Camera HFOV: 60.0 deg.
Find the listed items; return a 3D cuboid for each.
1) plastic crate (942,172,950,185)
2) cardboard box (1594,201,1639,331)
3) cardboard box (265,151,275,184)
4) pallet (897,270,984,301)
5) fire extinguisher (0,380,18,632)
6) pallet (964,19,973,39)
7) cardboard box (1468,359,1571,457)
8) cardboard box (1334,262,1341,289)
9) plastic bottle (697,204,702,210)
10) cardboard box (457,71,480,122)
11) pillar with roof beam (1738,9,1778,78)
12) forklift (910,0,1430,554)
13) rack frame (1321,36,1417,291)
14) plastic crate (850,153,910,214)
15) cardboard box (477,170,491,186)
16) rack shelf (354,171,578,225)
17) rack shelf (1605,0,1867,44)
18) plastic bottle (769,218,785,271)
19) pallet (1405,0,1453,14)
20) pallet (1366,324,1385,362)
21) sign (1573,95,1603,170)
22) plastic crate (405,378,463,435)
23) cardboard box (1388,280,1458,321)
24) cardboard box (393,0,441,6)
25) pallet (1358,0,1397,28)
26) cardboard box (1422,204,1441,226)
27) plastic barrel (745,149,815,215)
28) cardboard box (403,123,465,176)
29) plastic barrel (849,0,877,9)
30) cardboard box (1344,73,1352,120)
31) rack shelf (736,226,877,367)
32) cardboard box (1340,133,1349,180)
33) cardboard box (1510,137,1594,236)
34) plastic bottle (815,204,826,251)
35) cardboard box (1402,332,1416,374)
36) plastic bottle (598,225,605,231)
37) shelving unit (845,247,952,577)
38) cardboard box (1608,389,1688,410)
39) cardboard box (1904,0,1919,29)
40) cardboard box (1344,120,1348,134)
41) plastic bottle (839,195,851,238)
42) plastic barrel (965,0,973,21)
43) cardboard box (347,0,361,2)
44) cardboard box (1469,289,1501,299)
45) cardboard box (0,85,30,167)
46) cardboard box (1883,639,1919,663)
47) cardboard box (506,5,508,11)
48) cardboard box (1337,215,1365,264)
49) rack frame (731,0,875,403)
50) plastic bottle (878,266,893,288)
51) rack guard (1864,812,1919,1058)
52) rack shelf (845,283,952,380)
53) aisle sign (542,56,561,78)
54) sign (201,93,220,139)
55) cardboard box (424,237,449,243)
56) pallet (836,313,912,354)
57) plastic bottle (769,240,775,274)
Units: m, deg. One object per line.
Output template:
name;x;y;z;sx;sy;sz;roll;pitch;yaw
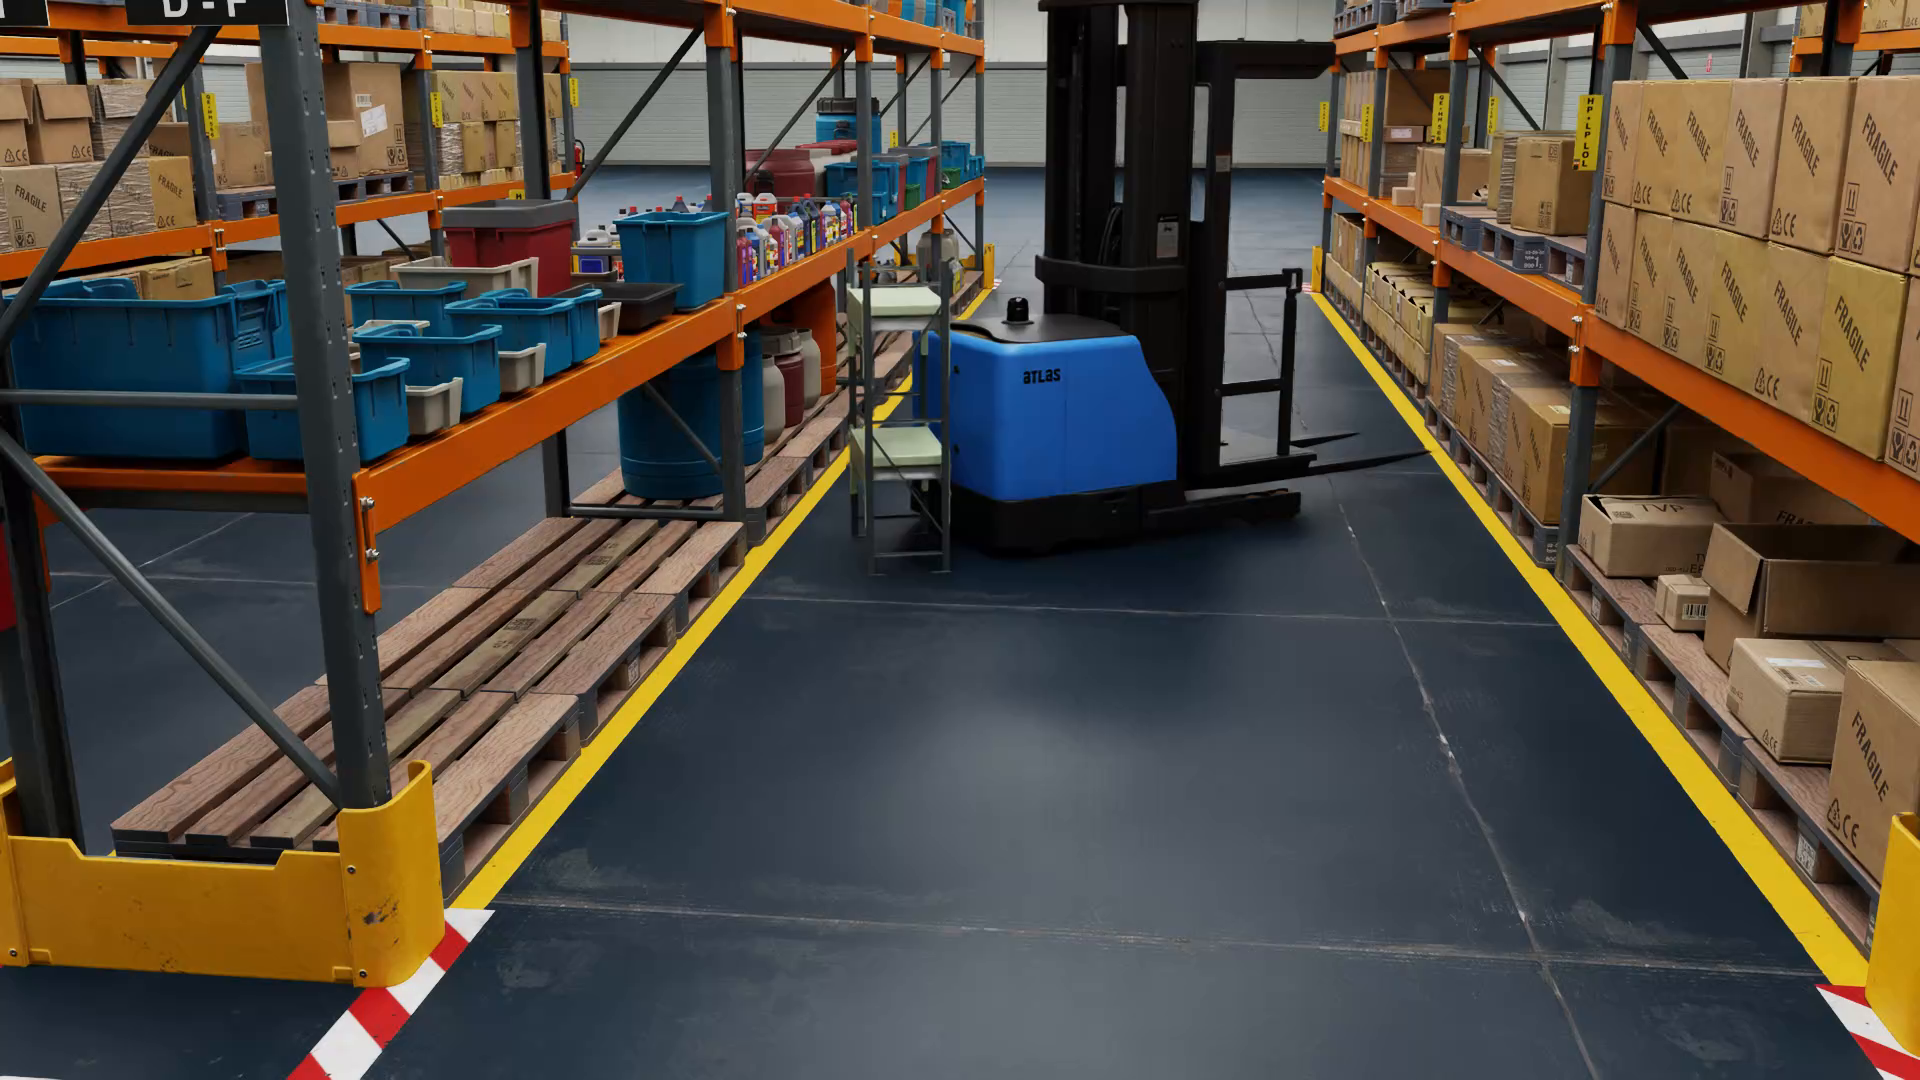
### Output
plastic crate;-0.491;-3.559;16.197;0.767;0.338;0.504;2;15;6
cardboard box;3.014;-1.160;7.012;0.500;0.500;0.500;2;15;8
cardboard box;-5.631;-3.124;13.951;0.500;0.250;0.500;1;15;5
pallet;-0.283;-2.917;19.045;1.003;0.211;1.213;2;15;6
fire extinguisher;-2.499;-0.102;4.155;0.296;0.674;0.183;2;15;6
pallet;-0.415;-5.640;18.388;1.003;0.211;1.213;2;15;6
cardboard box;3.290;-0.768;9.700;0.500;0.500;0.500;1;15;4
cardboard box;4.305;-2.831;17.849;0.500;0.250;0.500;2;15;6
plastic bottle;-1.642;-1.986;10.507;0.097;0.271;0.097;0;15;0
cardboard box;-5.239;-4.517;16.942;0.500;0.500;0.500;2;15;6
pillar with roof beam;6.799;-8.575;23.134;9.100;9.000;0.400;2;15;6
forklift;1.271;-1.604;8.978;3.031;2.935;1.130;-8;17;-28
rack frame;4.697;-4.348;18.995;1.000;3.000;0.127;2;15;6
plastic crate;-0.641;-2.861;13.373;0.402;0.464;0.583;2;15;6
cardboard box;-5.144;-3.788;17.404;0.380;0.149;0.250;2;15;6
rack shelf;-5.372;-3.775;18.253;1.077;0.370;4.000;2;15;6
rack shelf;3.117;-1.817;5.269;1.077;0.370;4.000;2;15;6
plastic bottle;-1.013;-1.639;9.200;0.061;0.283;0.133;2;15;6
pallet;3.782;-3.808;11.615;1.213;0.211;1.003;2;15;9
pallet;4.201;-1.772;14.811;1.003;0.211;1.213;2;15;6
sign;2.791;-1.810;7.391;0.100;0.325;0.005;2;15;6
plastic crate;-1.557;-0.382;4.717;0.250;0.136;0.298;2;15;6
cardboard box;3.779;-1.958;13.545;0.500;0.311;0.500;2;15;8
cardboard box;-5.254;-5.246;16.095;0.380;0.149;0.250;1;15;5
pallet;4.316;-4.938;15.599;1.003;0.211;1.213;2;15;6
cardboard box;3.621;-2.393;12.247;0.380;0.149;0.250;2;15;6
plastic barrel;-1.376;-2.615;12.325;0.600;0.536;0.708;2;15;6
cardboard box;-5.485;-3.910;16.614;0.875;0.500;0.500;2;15;6
plastic barrel;-0.788;-3.993;11.723;0.421;0.512;0.421;0;15;0
cardboard box;4.625;-4.888;18.315;0.700;0.500;0.500;2;15;6
rack shelf;-1.353;-1.554;10.040;1.077;0.370;4.000;2;15;6
cardboard box;4.631;-4.275;18.535;0.700;0.500;0.500;2;15;6
cardboard box;3.481;-1.947;9.118;0.700;0.500;0.500;-2;15;-8
plastic bottle;-0.878;-1.950;10.349;0.061;0.283;0.133;2;15;6
cardboard box;3.666;-1.426;12.651;0.500;0.250;0.500;2;15;6
plastic bottle;-1.875;-1.499;8.683;0.061;0.283;0.133;2;15;6
shelving unit;-0.309;-0.650;8.193;0.431;1.500;0.755;-2;15;-9
cardboard box;3.688;-0.498;8.704;0.500;0.500;0.500;2;15;7
cardboard box;9.049;-4.940;15.210;0.500;0.500;0.500;0;15;2
cardboard box;4.382;-4.481;18.051;0.380;0.149;0.250;2;15;6
plastic bottle;-0.775;-2.186;11.224;0.061;0.283;0.133;2;15;6
plastic barrel;-0.153;-6.223;18.555;0.600;0.830;0.708;2;15;6
cardboard box;-5.604;-4.942;14.899;0.396;0.266;0.258;2;15;8
cardboard box;4.256;-1.815;13.016;0.500;0.311;0.500;1;15;5
cardboard box;-6.293;-2.566;10.292;0.797;0.503;0.637;2;15;8
cardboard box;3.347;0.525;5.399;0.500;0.250;0.500;2;15;6
cardboard box;-5.021;-5.790;18.106;0.380;0.149;0.250;1;15;3
cardboard box;4.317;-3.193;17.750;0.500;0.500;0.500;2;15;6
rack frame;-1.127;-2.420;11.864;1.000;3.000;0.127;2;15;6
plastic bottle;-0.746;-2.562;16.623;0.144;0.351;0.185;2;15;6
rack guard;2.900;0.989;4.047;1.175;0.500;0.348;2;15;6
rack shelf;-0.309;-1.027;8.091;0.431;0.370;0.720;-2;15;-9
aisle sign;-4.841;-5.903;19.765;0.394;0.787;0.004;2;15;6
sign;-5.497;-3.109;12.196;0.100;0.325;0.005;2;15;6
cardboard box;-5.463;-3.014;18.046;0.500;0.500;0.500;0;15;1
pallet;-0.726;-1.906;15.308;1.003;0.211;1.213;2;15;6
plastic bottle;-1.055;-1.545;9.009;0.097;0.201;0.097;0;15;0
